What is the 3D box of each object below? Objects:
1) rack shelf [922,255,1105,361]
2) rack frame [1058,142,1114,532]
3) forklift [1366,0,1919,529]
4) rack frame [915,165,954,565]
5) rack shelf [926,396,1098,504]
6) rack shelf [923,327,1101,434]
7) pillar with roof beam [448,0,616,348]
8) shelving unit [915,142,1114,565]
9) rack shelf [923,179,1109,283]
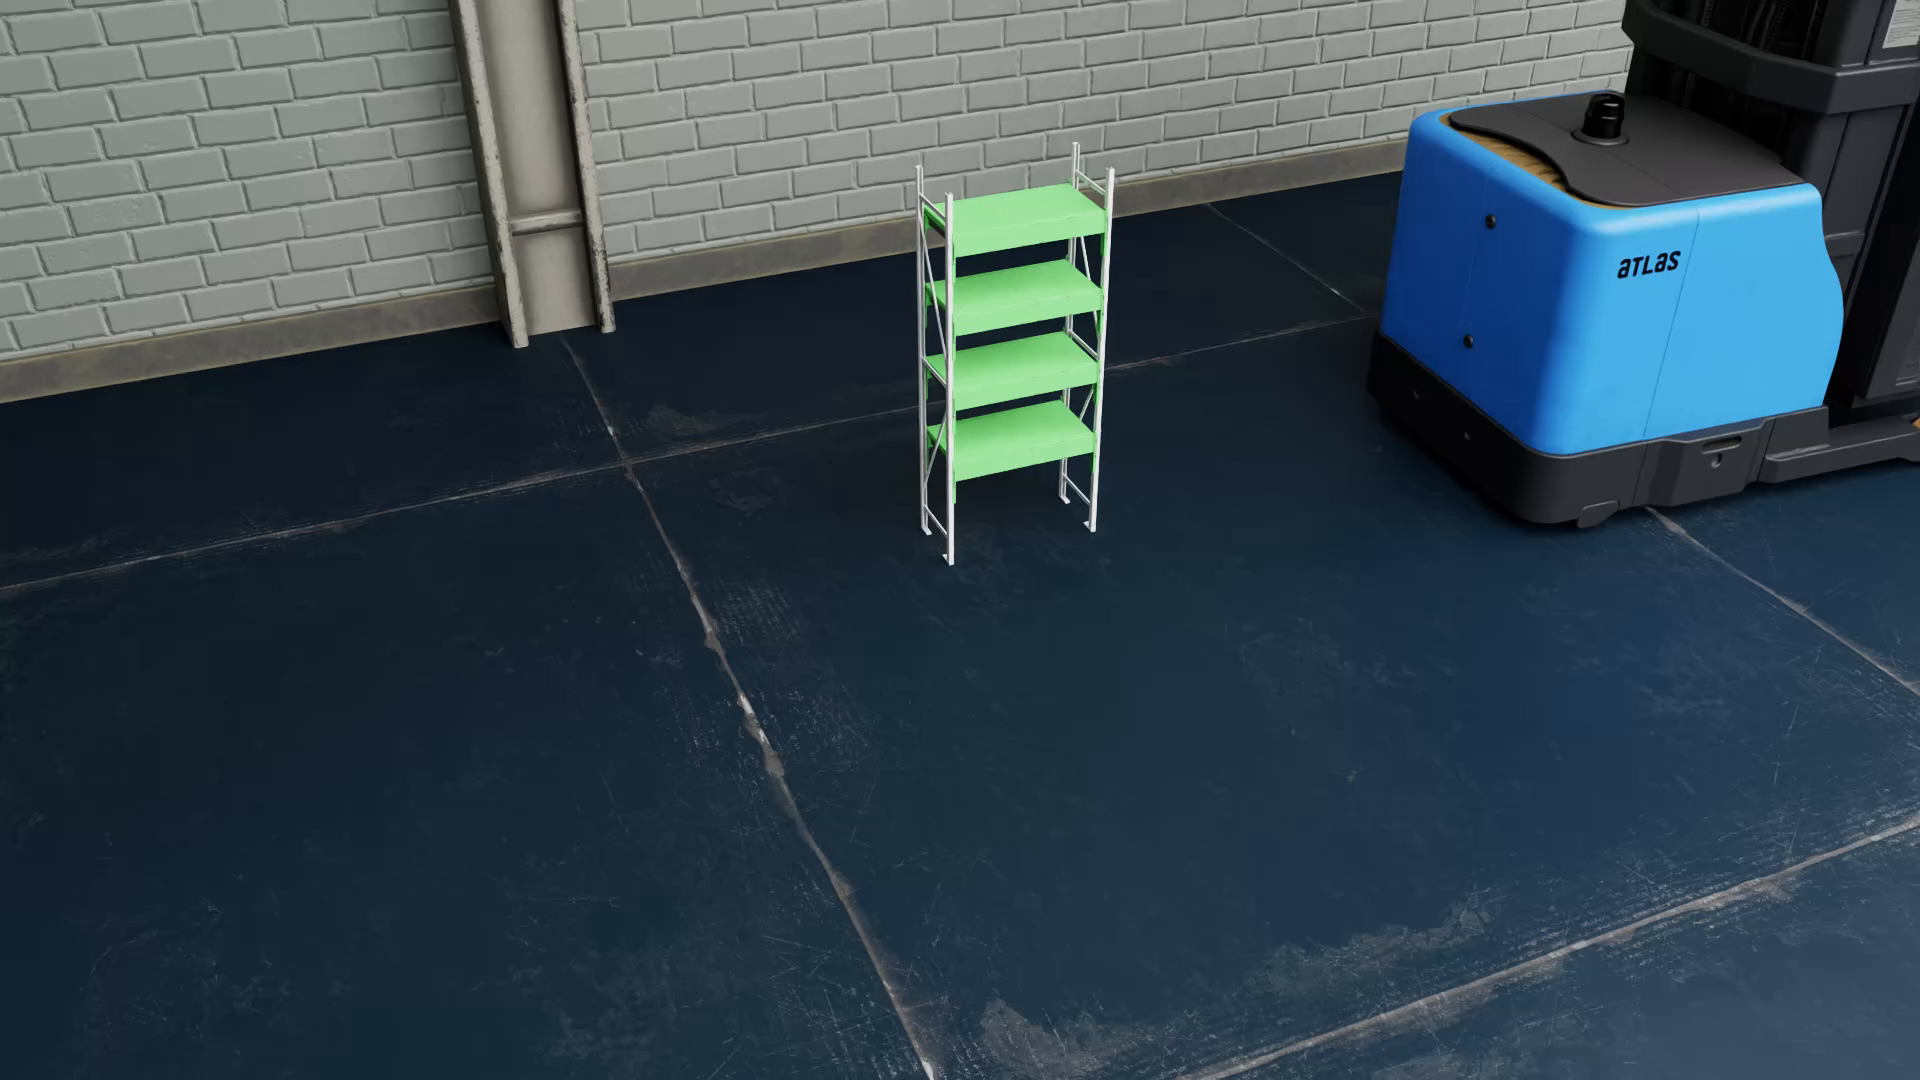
[{"bbox_3d":[0.153,-0.685,4.880,0.480,0.148,0.258,-13,35,-19],"label":"rack shelf"},{"bbox_3d":[0.378,-0.589,5.056,0.015,1.200,0.240,-13,35,-19],"label":"rack frame"},{"bbox_3d":[3.029,-1.743,5.241,3.031,2.935,1.130,-11,35,-16],"label":"forklift"},{"bbox_3d":[-0.072,-0.486,4.897,0.015,1.200,0.240,-13,35,-19],"label":"rack frame"},{"bbox_3d":[0.153,-0.283,5.142,0.480,0.148,0.258,-13,35,-19],"label":"rack shelf"},{"bbox_3d":[0.153,-0.484,5.011,0.480,0.148,0.258,-13,35,-19],"label":"rack shelf"},{"bbox_3d":[0.078,-2.461,0.781,0.400,9.000,9.100,-13,35,-19],"label":"pillar with roof beam"},{"bbox_3d":[0.153,-0.538,4.976,0.503,1.200,0.258,-13,35,-19],"label":"shelving unit"},{"bbox_3d":[0.153,-0.887,4.750,0.480,0.148,0.258,-13,35,-19],"label":"rack shelf"}]
